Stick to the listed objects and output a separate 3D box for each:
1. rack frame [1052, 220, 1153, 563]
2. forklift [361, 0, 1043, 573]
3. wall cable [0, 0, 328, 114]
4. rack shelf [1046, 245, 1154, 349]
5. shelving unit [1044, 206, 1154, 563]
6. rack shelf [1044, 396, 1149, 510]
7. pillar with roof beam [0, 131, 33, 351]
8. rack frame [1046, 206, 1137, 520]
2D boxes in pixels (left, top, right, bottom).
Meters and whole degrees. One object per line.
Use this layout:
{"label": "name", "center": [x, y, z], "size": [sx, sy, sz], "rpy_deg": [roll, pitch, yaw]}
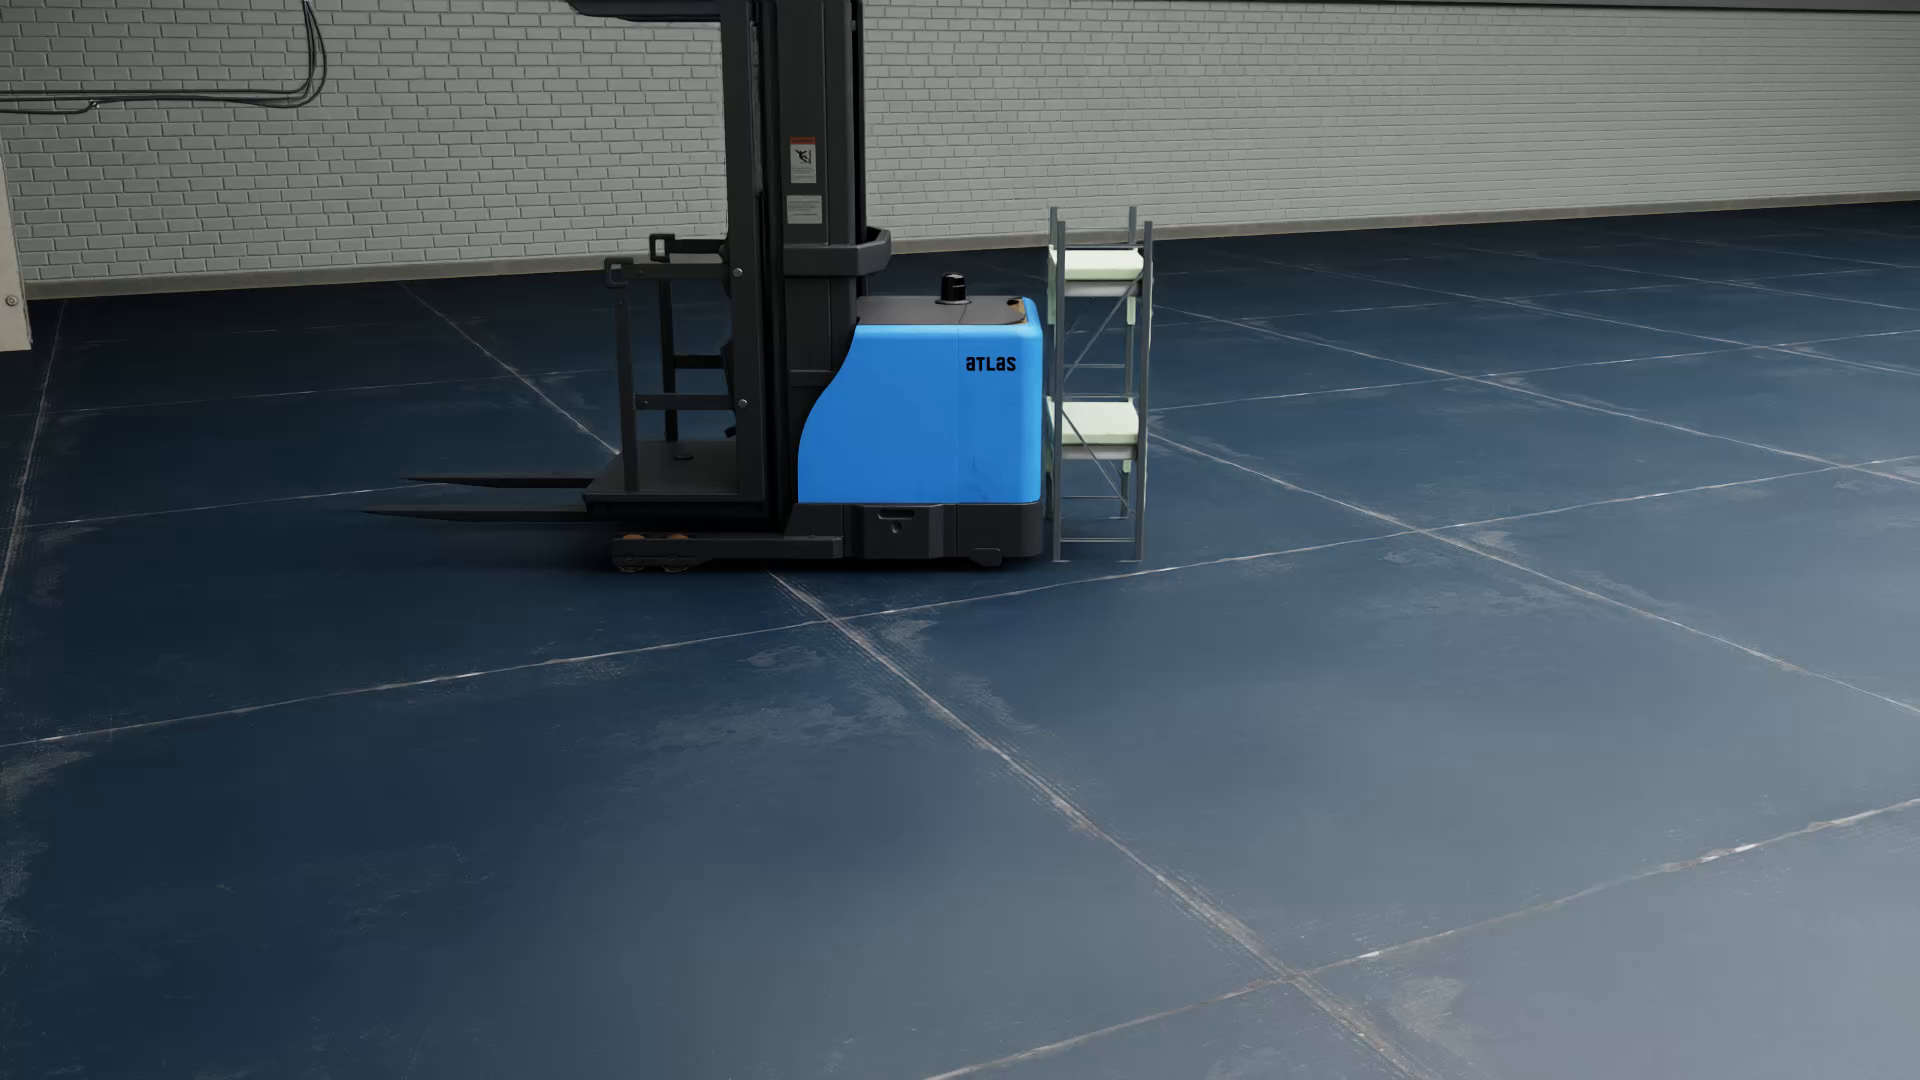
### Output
{"label": "rack frame", "center": [0.610, -0.621, 7.195], "size": [0.400, 1.500, 0.023], "rpy_deg": [0, 16, 1]}
{"label": "forklift", "center": [-1.147, -1.412, 7.357], "size": [3.031, 2.935, 1.130], "rpy_deg": [0, 16, 1]}
{"label": "wall cable", "center": [-7.540, -5.233, 15.303], "size": [3.097, 2.526, 0.112], "rpy_deg": [-8, 18, -25]}
{"label": "rack shelf", "center": [0.614, -1.097, 7.439], "size": [0.431, 0.370, 0.720], "rpy_deg": [0, 16, 1]}
{"label": "shelving unit", "center": [0.614, -0.722, 7.547], "size": [0.431, 1.500, 0.755], "rpy_deg": [0, 16, 1]}
{"label": "rack shelf", "center": [0.614, -0.408, 7.637], "size": [0.431, 0.370, 0.720], "rpy_deg": [0, 16, 1]}
{"label": "pillar with roof beam", "center": [-3.568, -6.356, 13.585], "size": [9.100, 9.000, 0.400], "rpy_deg": [-8, 18, -25]}
{"label": "rack frame", "center": [0.617, -0.823, 7.899], "size": [0.400, 1.500, 0.023], "rpy_deg": [0, 16, 1]}
